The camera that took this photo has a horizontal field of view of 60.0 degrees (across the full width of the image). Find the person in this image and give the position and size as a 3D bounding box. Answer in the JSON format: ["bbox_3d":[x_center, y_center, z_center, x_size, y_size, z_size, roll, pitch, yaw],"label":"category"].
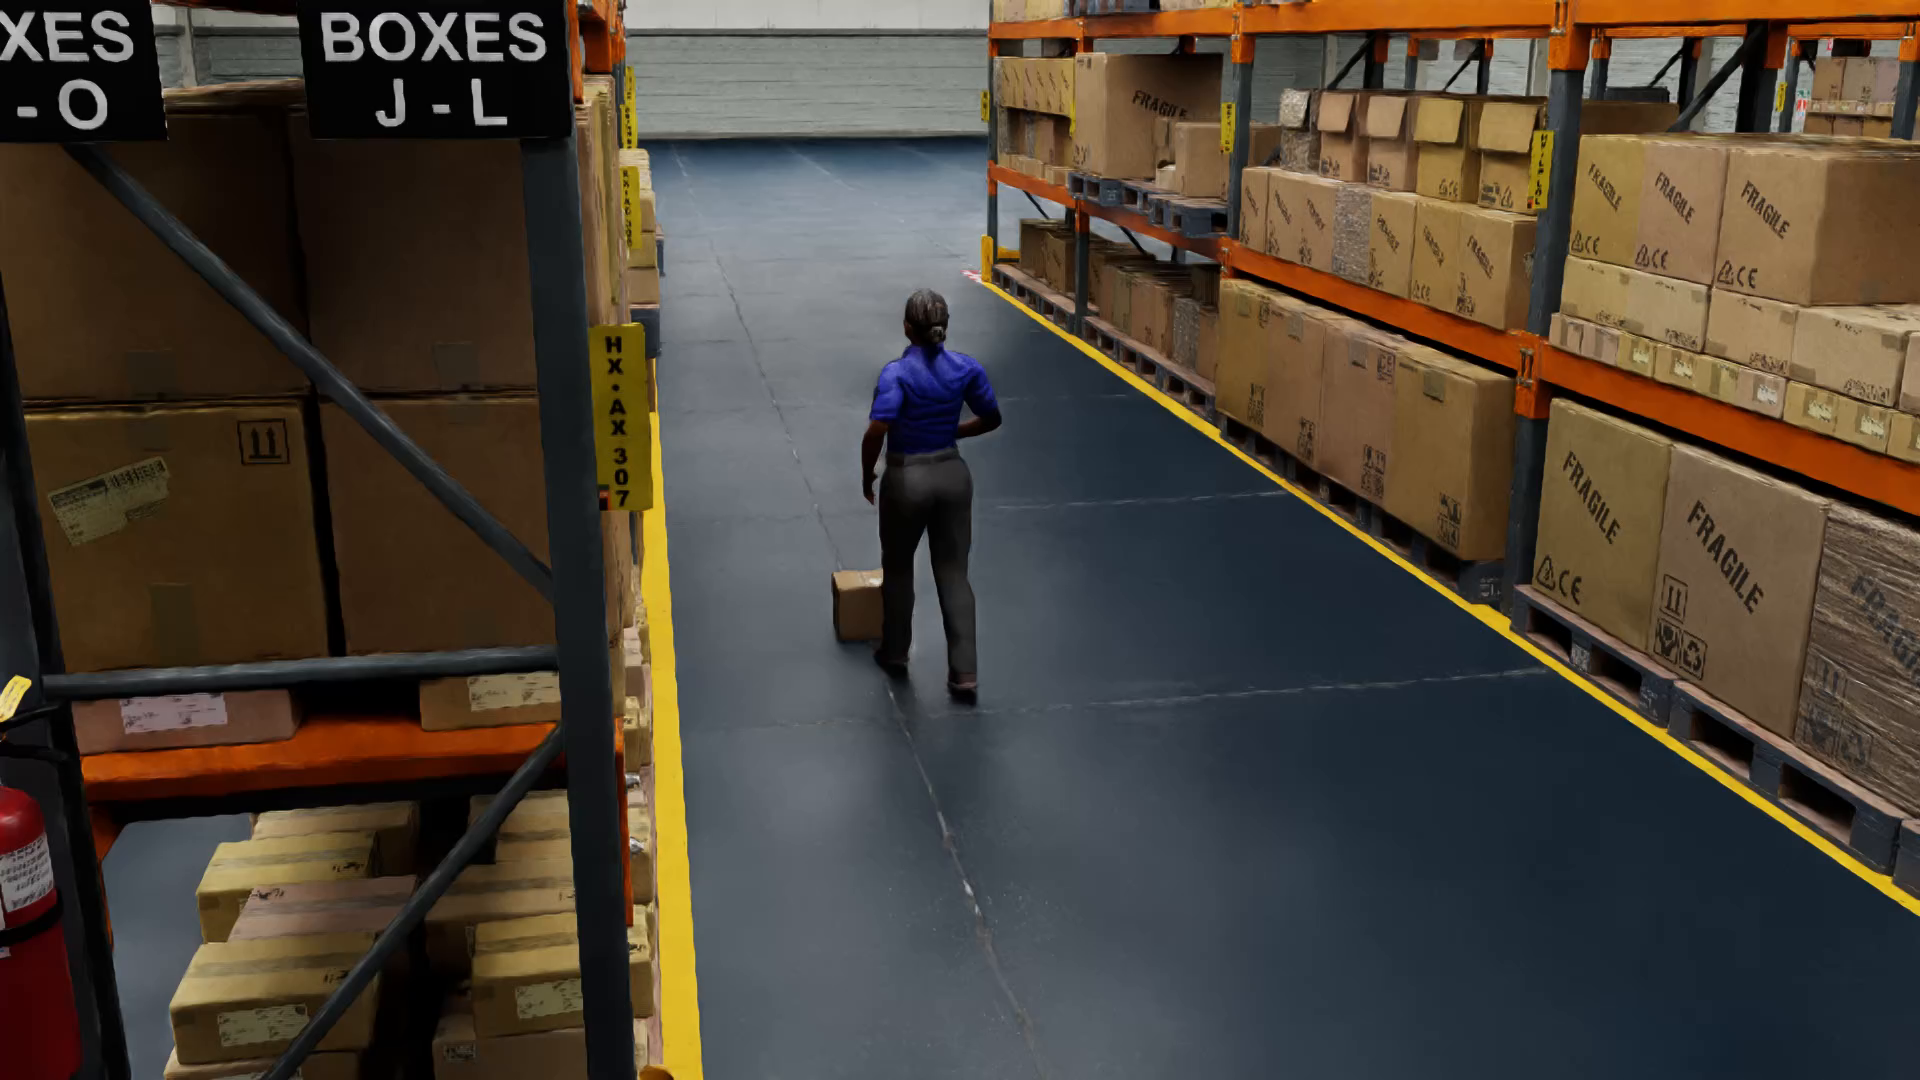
[{"bbox_3d":[-0.178,-0.218,6.765,0.624,1.649,0.719,-7,18,-21],"label":"person"}]
